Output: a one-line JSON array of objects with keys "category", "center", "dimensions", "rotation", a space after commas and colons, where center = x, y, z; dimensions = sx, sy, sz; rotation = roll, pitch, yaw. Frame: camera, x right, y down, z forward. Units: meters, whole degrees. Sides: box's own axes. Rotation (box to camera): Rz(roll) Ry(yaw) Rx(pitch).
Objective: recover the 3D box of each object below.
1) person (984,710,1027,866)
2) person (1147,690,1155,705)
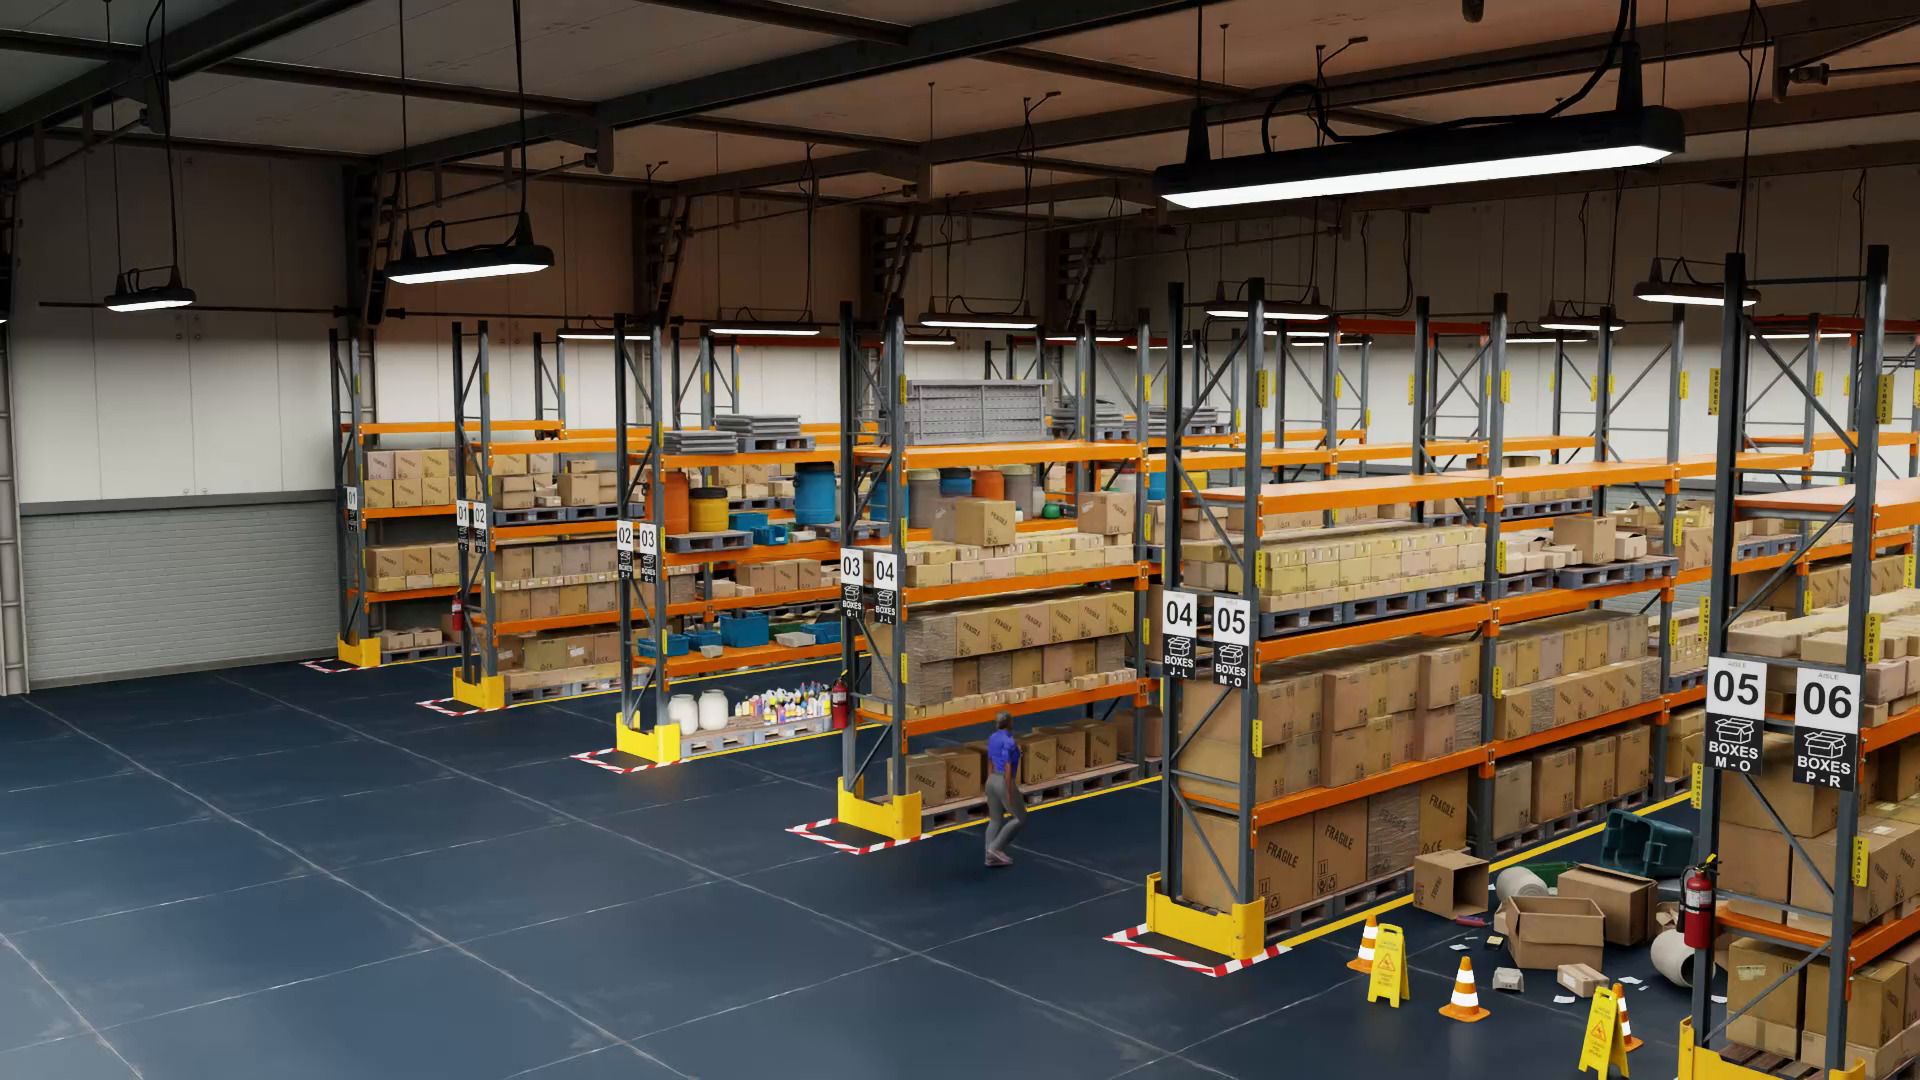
[{"category": "person", "center": [0.429, 2.612, 17.506], "dimensions": [0.457, 1.646, 0.507], "rotation": [-4, 7, -33]}, {"category": "person", "center": [2.685, 1.982, 24.062], "dimensions": [0.525, 1.754, 0.400], "rotation": [1, 6, 13]}]
